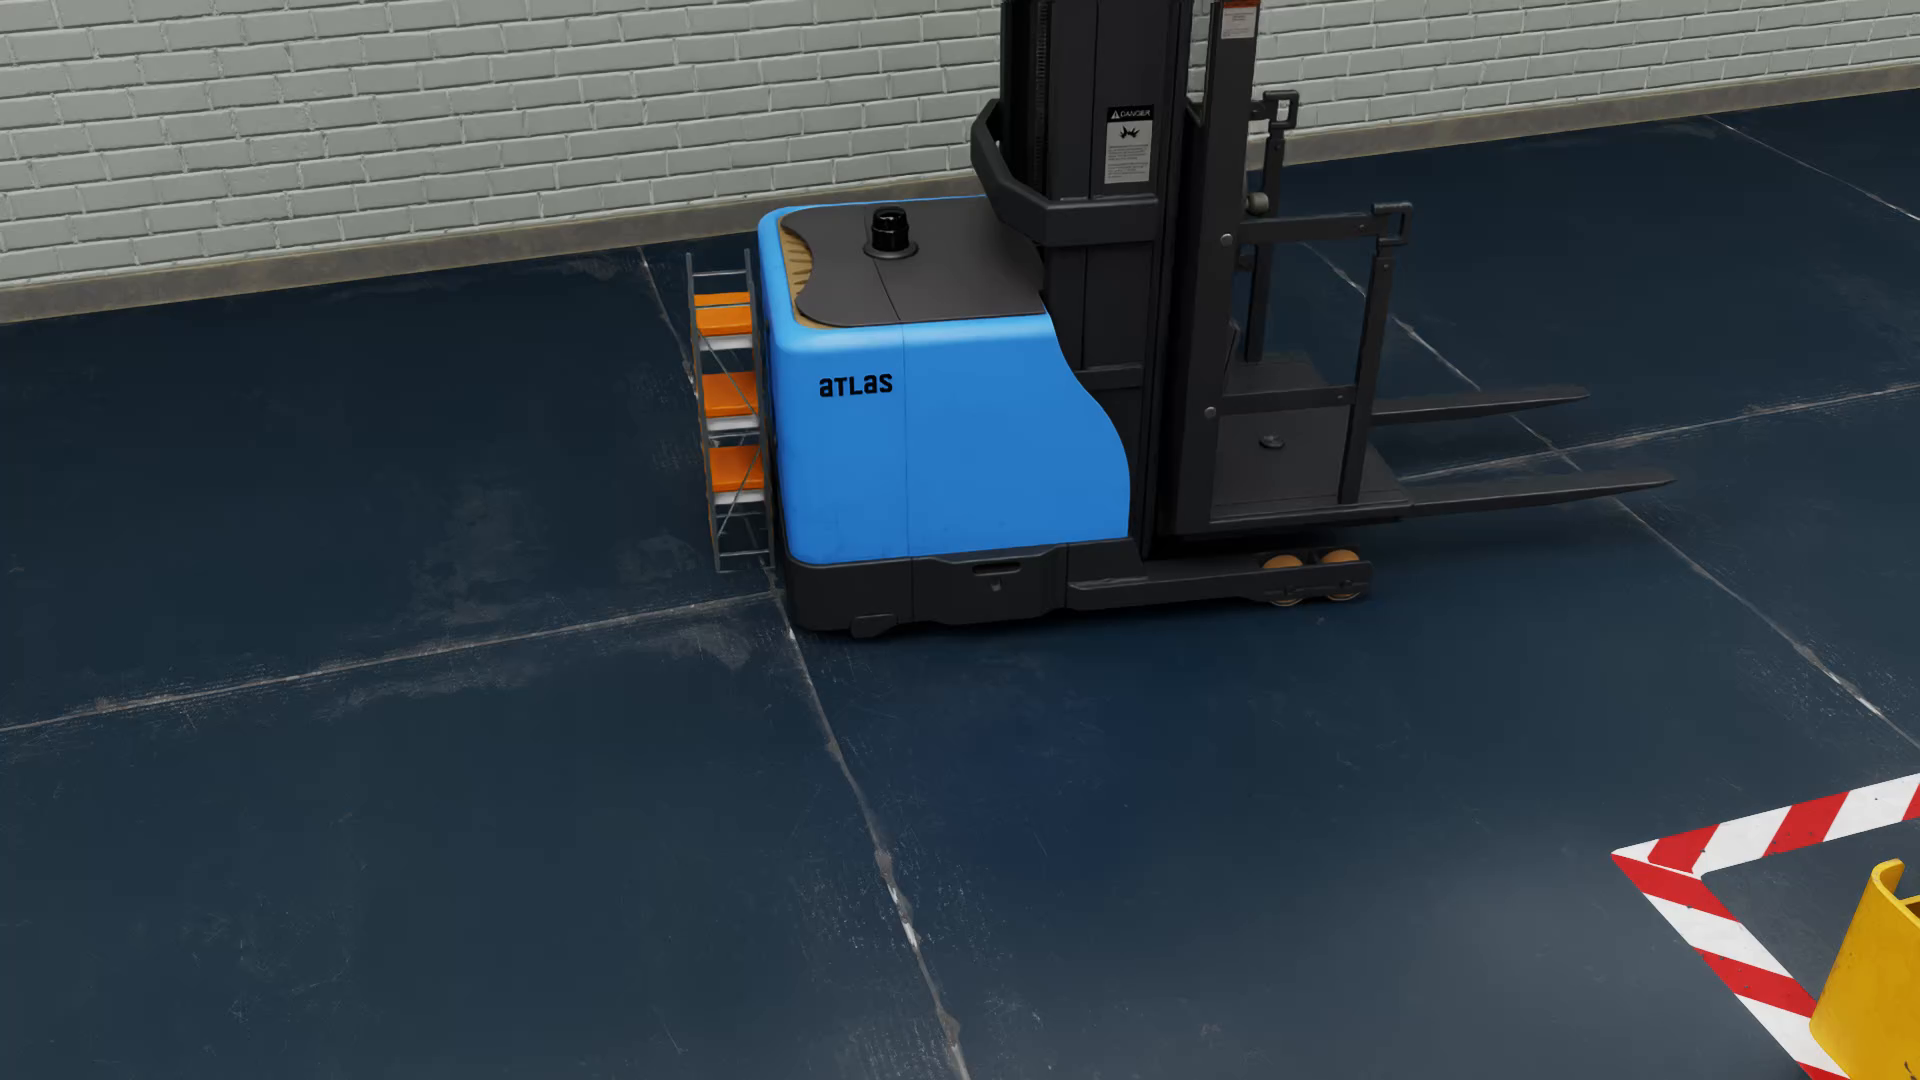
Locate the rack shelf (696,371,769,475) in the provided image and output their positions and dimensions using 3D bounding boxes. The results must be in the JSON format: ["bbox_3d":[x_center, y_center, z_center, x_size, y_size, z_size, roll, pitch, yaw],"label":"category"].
[{"bbox_3d":[-0.740,-0.392,5.409,0.215,0.259,0.240,-5,34,-8],"label":"rack shelf"}]

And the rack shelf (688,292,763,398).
[{"bbox_3d":[-0.740,-0.628,5.253,0.215,0.259,0.240,-5,34,-8],"label":"rack shelf"}]

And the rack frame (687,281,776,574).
[{"bbox_3d":[-0.720,-0.334,5.303,0.200,1.050,0.008,-5,34,-8],"label":"rack frame"}]

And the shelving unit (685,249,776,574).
[{"bbox_3d":[-0.740,-0.400,5.404,0.215,1.050,0.252,-5,34,-8],"label":"shelving unit"}]

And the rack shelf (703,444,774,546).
[{"bbox_3d":[-0.740,-0.160,5.563,0.215,0.259,0.240,-5,34,-8],"label":"rack shelf"}]

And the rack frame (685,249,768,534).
[{"bbox_3d":[-0.760,-0.467,5.504,0.200,1.050,0.008,-5,34,-8],"label":"rack frame"}]

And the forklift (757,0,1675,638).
[{"bbox_3d":[0.889,-1.289,5.043,3.031,2.935,1.130,-5,34,-8],"label":"forklift"}]

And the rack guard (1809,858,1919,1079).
[{"bbox_3d":[2.623,0.939,3.876,1.175,0.500,0.348,-10,35,-15],"label":"rack guard"}]
